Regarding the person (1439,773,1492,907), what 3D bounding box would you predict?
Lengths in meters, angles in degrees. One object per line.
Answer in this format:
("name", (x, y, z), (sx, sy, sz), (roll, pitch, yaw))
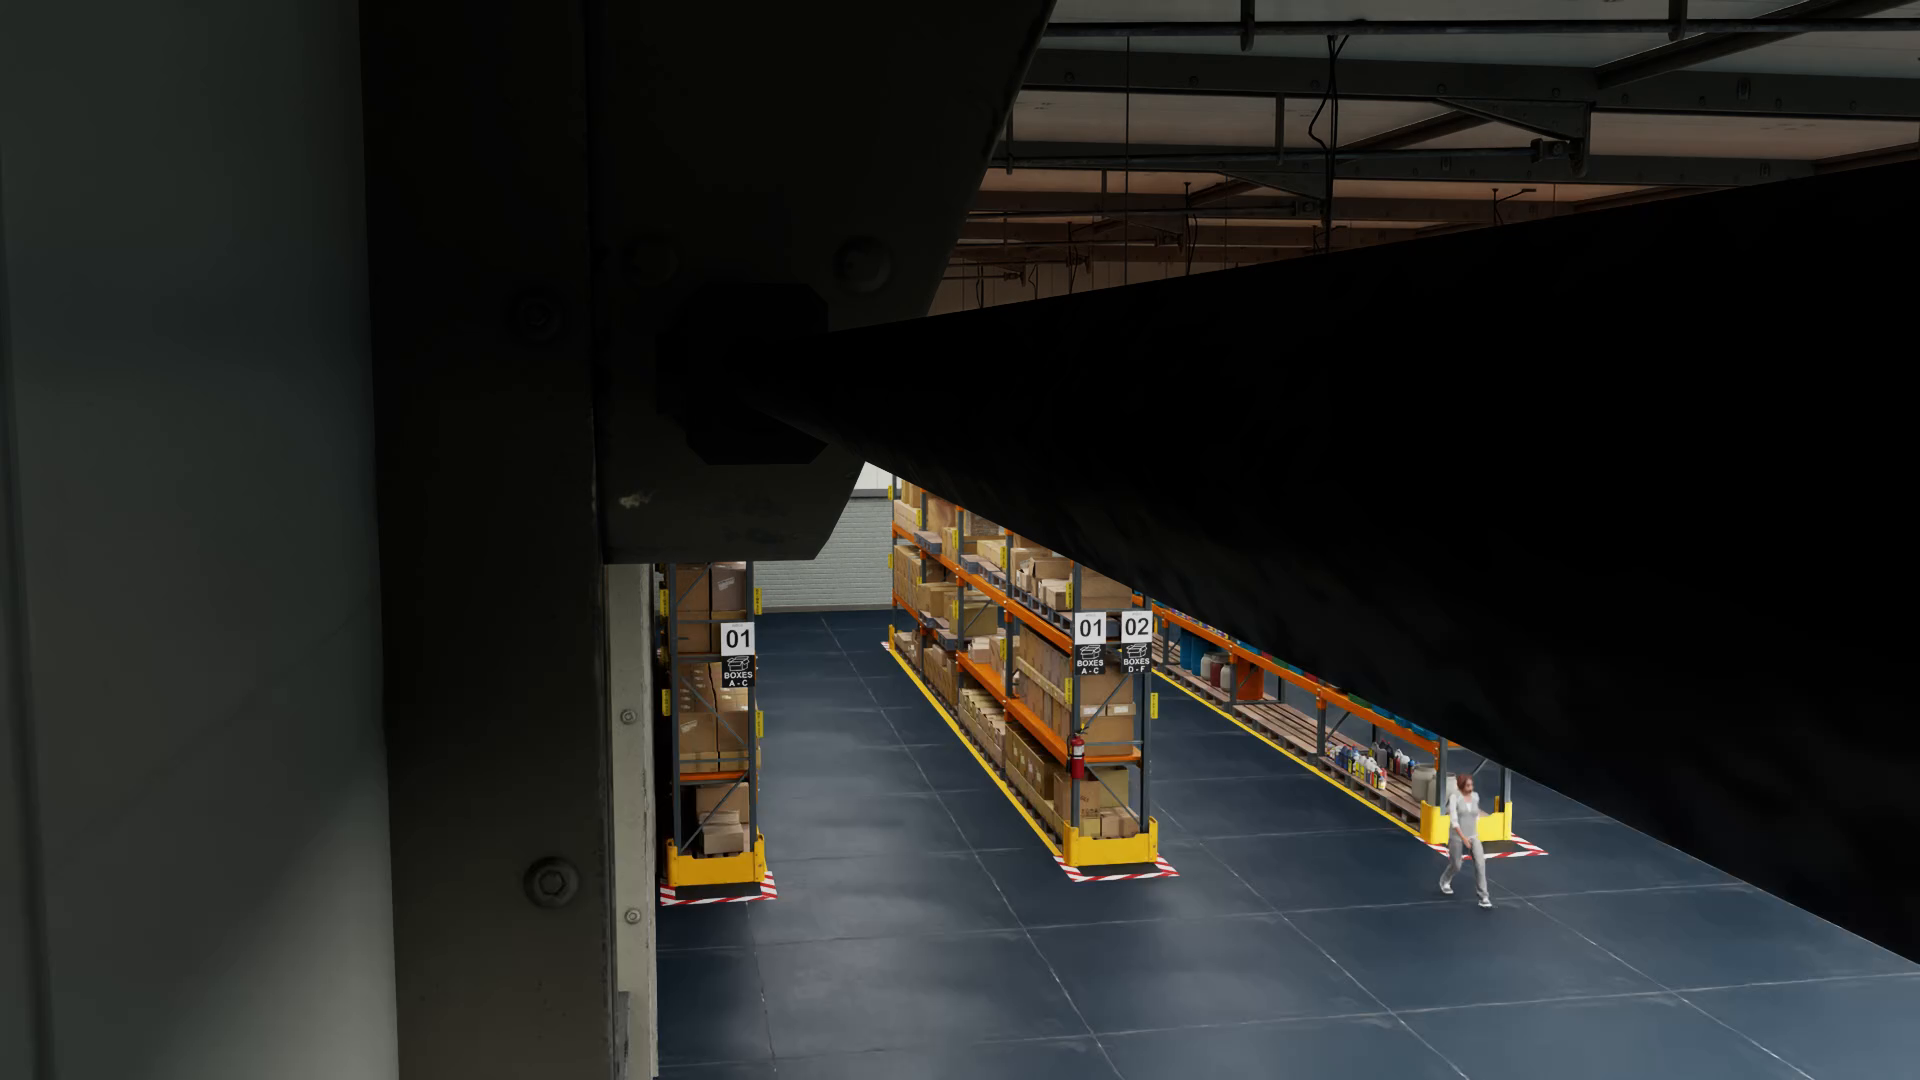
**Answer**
("person", (5.916, 3.470, 19.437), (0.449, 1.544, 0.770), (0, 6, -1))
